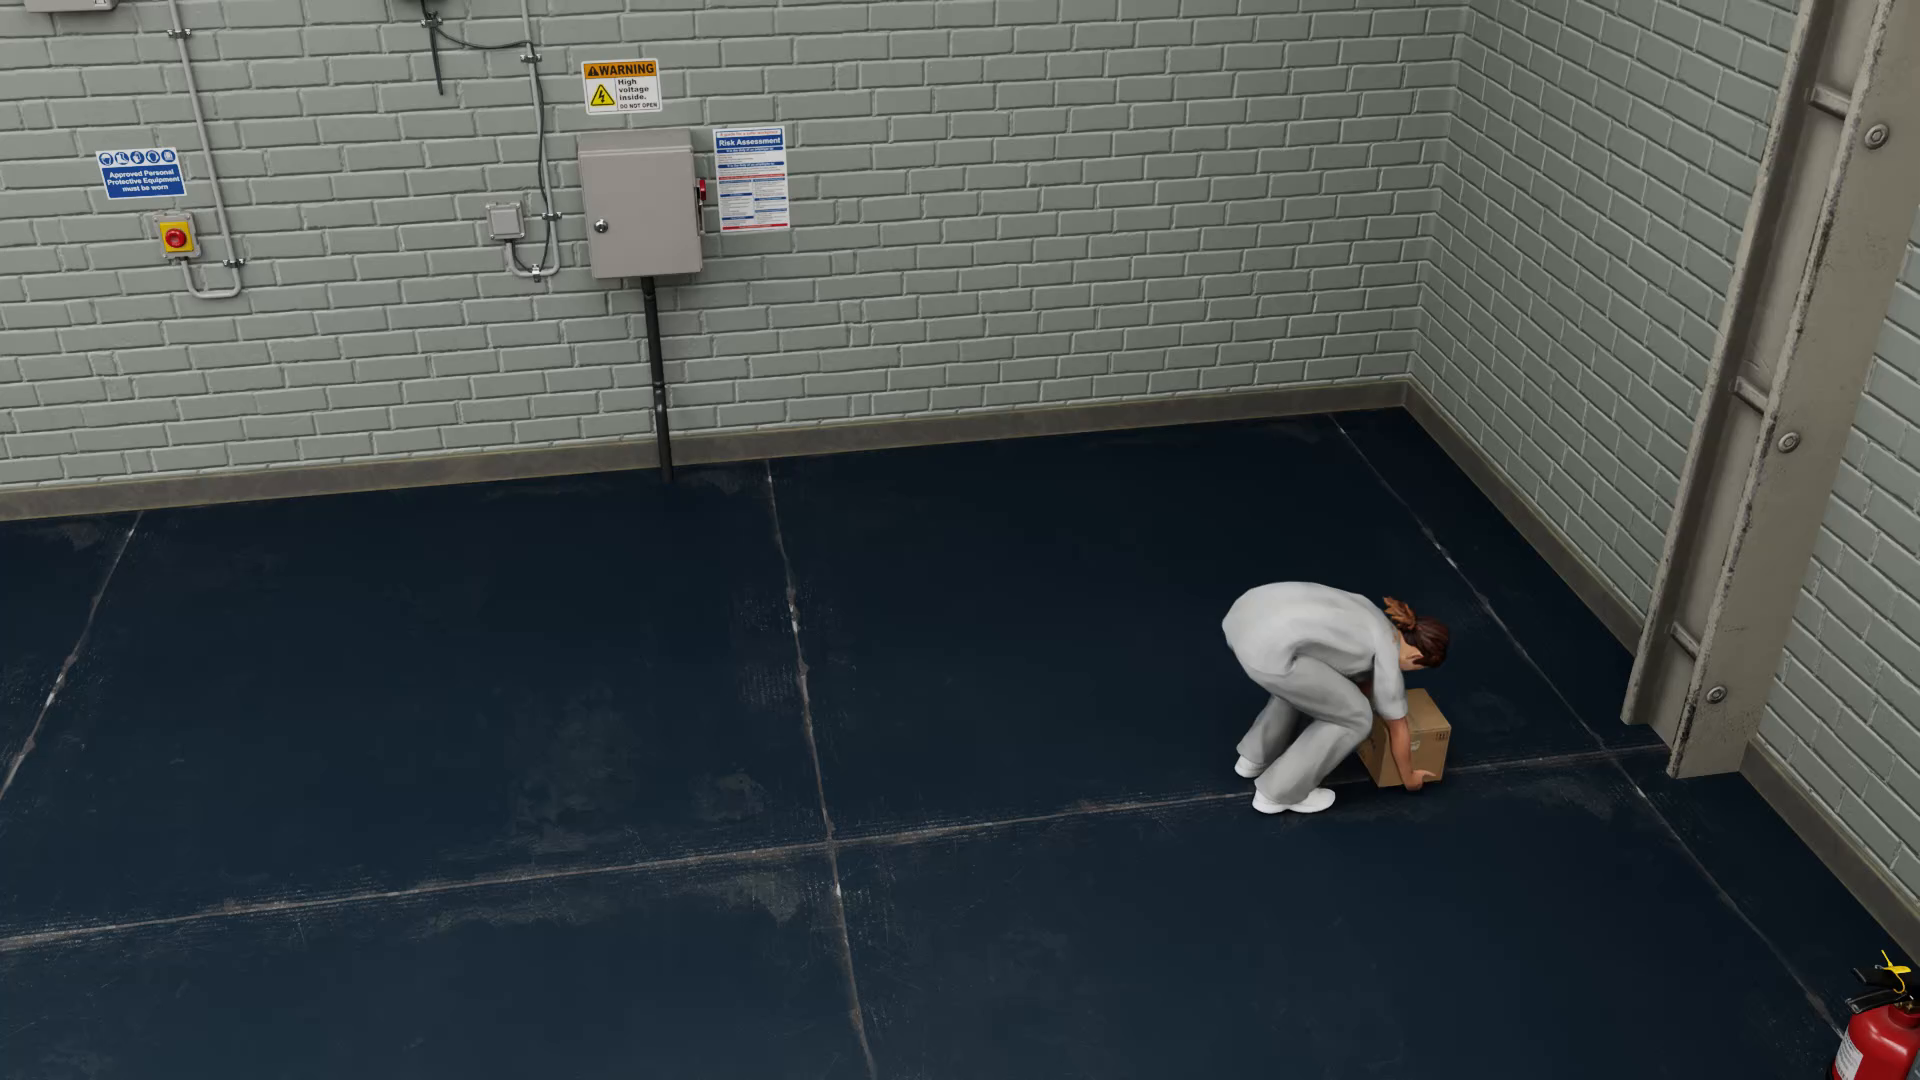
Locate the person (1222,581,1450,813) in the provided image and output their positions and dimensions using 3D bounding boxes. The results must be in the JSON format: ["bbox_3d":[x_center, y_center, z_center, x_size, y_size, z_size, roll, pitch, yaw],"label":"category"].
[{"bbox_3d":[1.354,0.554,6.041,0.850,0.815,0.474,-7,31,-11],"label":"person"}]
